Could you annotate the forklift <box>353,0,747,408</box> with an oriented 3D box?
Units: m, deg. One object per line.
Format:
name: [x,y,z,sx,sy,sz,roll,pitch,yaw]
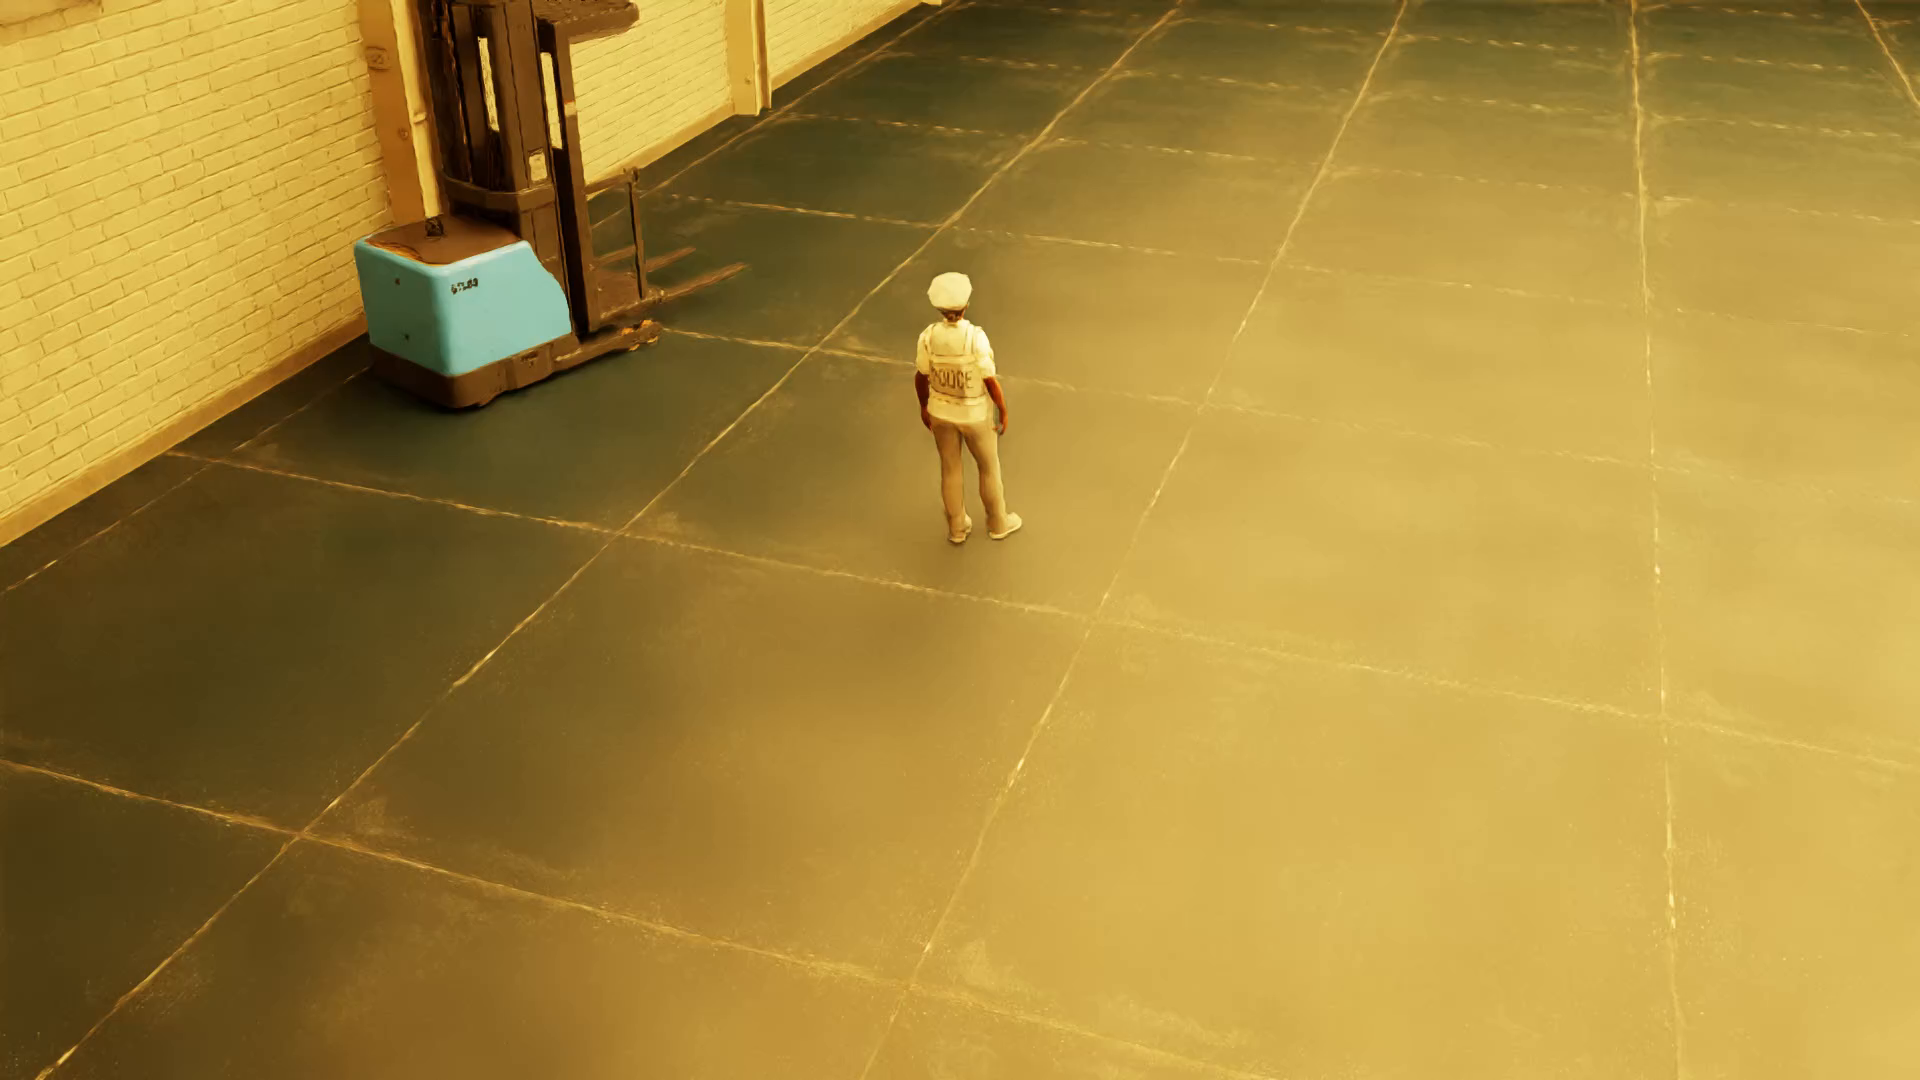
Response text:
forklift: [-2.947,-2.854,12.144,1.130,2.935,3.031,22,36,33]

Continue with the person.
person: [0.043,-0.775,9.729,0.570,1.695,0.529,10,31,16]
